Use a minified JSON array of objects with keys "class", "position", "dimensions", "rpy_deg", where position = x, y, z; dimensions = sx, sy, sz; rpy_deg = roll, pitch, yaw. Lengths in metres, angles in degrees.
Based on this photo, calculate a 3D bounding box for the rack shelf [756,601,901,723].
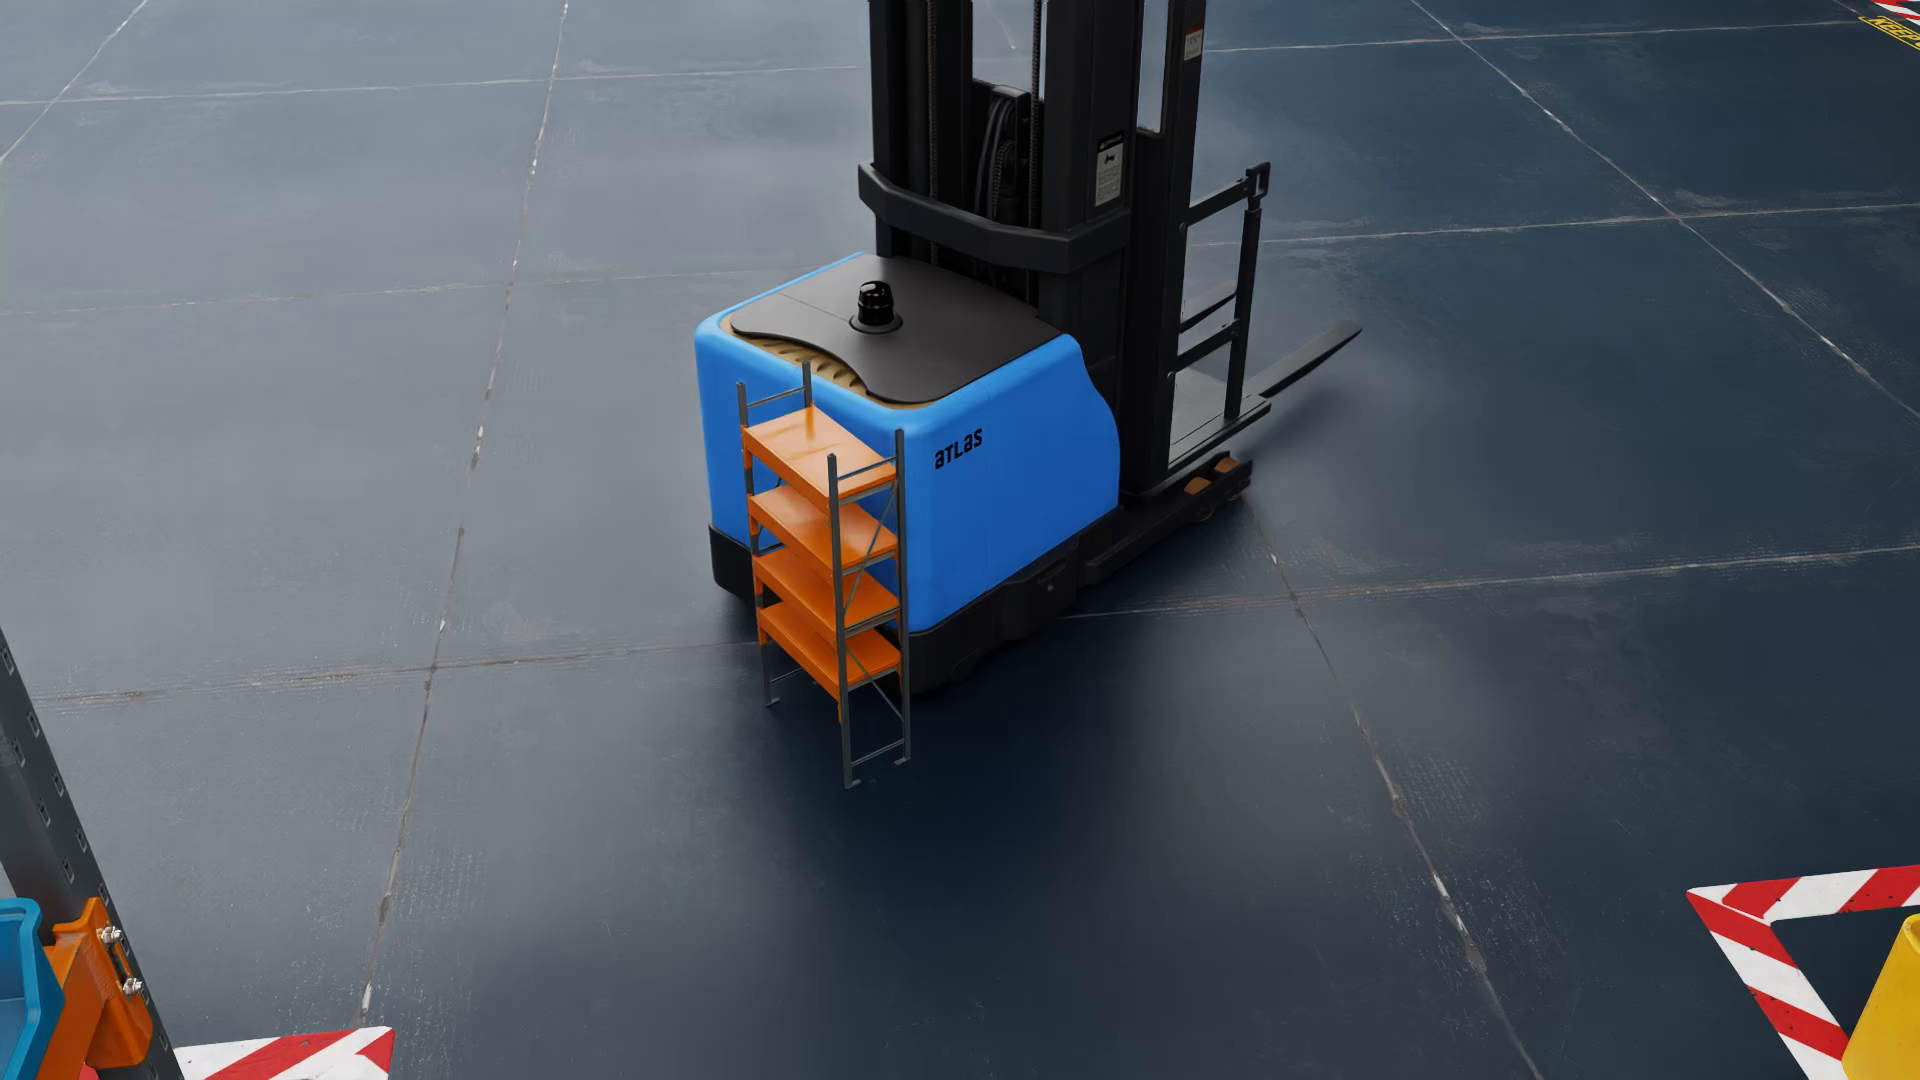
[{"class":"rack shelf","position":[-0.398,0.339,5.159],"dimensions":[0.258,0.148,0.480],"rpy_deg":[-22,40,-29]}]

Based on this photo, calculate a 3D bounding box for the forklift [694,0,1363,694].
[{"class":"forklift","position":[0.485,-1.456,5.784],"dimensions":[1.130,2.935,3.031],"rpy_deg":[27,43,34]}]

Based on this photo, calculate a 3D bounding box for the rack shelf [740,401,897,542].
[{"class":"rack shelf","position":[-0.398,-0.205,4.788],"dimensions":[0.258,0.148,0.480],"rpy_deg":[-22,40,-29]}]

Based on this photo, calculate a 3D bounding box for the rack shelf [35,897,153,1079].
[{"class":"rack shelf","position":[-1.780,1.938,1.382],"dimensions":[1.077,0.370,4.000],"rpy_deg":[-4,35,-6]}]

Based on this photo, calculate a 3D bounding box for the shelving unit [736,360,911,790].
[{"class":"shelving unit","position":[-0.398,0.119,5.009],"dimensions":[0.258,1.200,0.503],"rpy_deg":[-22,40,-29]}]

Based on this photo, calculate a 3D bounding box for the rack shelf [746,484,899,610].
[{"class":"rack shelf","position":[-0.398,-0.010,4.921],"dimensions":[0.258,0.148,0.480],"rpy_deg":[-22,40,-29]}]

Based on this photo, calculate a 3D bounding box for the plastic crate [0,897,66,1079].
[{"class":"plastic crate","position":[-1.685,0.842,2.482],"dimensions":[0.499,0.251,0.616],"rpy_deg":[-4,35,-6]}]

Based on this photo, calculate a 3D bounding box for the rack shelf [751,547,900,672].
[{"class":"rack shelf","position":[-0.398,0.175,5.047],"dimensions":[0.258,0.148,0.480],"rpy_deg":[-22,40,-29]}]

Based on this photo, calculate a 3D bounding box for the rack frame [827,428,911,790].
[{"class":"rack frame","position":[-0.255,0.231,4.846],"dimensions":[0.240,1.200,0.015],"rpy_deg":[-22,40,-29]}]

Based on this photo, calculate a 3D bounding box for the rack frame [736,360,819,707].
[{"class":"rack frame","position":[-0.542,0.008,5.173],"dimensions":[0.240,1.200,0.015],"rpy_deg":[-22,40,-29]}]

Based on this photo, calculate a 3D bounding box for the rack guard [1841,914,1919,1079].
[{"class":"rack guard","position":[2.857,1.171,4.088],"dimensions":[1.175,0.500,0.348],"rpy_deg":[-4,35,-6]}]
